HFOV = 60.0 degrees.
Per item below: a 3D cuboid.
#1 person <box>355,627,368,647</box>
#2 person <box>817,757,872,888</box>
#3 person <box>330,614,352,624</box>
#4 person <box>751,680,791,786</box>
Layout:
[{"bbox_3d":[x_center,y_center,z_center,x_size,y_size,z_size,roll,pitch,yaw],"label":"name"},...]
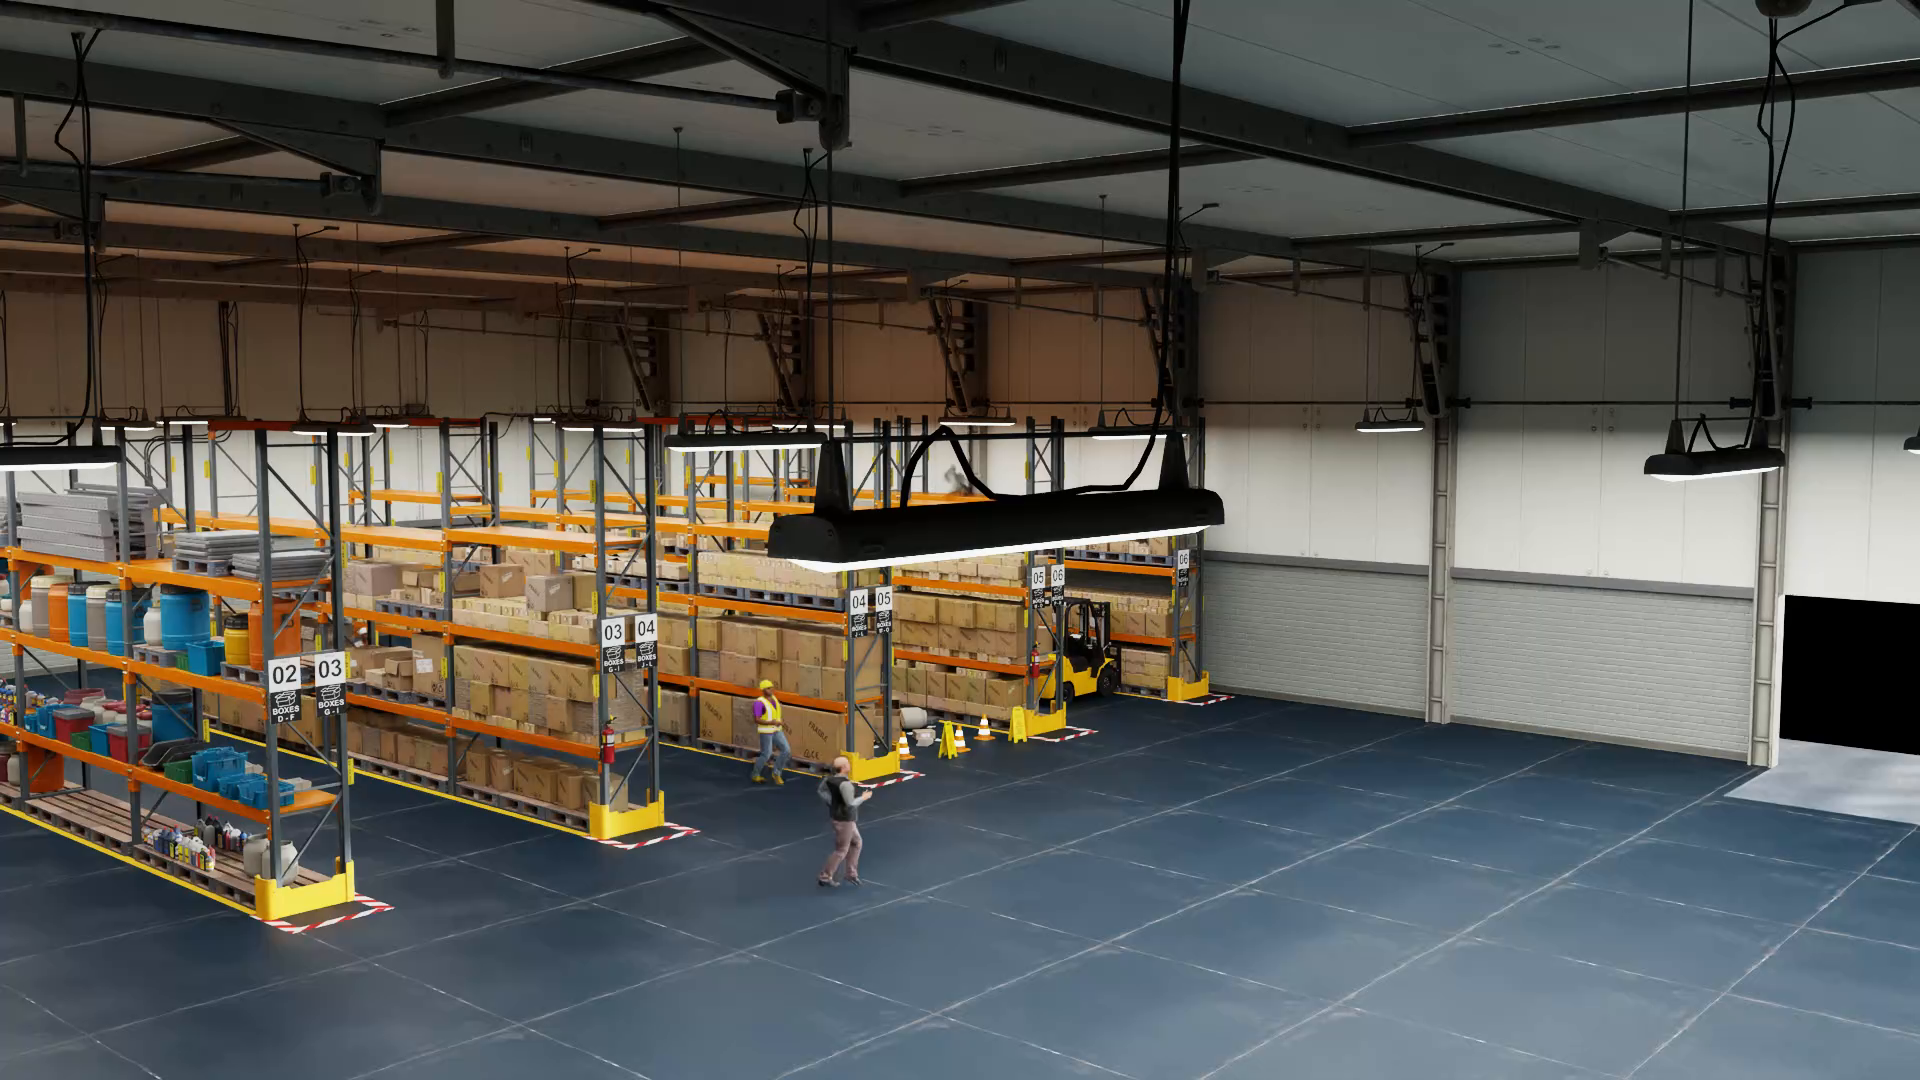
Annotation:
[{"bbox_3d":[-11.962,2.663,33.546,0.729,1.823,0.674,3,6,35],"label":"person"},{"bbox_3d":[-1.506,3.683,21.543,0.734,1.777,0.639,-2,5,-20],"label":"person"},{"bbox_3d":[-14.531,2.249,38.876,0.672,1.722,0.558,2,5,18],"label":"person"},{"bbox_3d":[-3.138,3.190,27.495,0.727,1.784,0.708,4,6,36],"label":"person"}]
